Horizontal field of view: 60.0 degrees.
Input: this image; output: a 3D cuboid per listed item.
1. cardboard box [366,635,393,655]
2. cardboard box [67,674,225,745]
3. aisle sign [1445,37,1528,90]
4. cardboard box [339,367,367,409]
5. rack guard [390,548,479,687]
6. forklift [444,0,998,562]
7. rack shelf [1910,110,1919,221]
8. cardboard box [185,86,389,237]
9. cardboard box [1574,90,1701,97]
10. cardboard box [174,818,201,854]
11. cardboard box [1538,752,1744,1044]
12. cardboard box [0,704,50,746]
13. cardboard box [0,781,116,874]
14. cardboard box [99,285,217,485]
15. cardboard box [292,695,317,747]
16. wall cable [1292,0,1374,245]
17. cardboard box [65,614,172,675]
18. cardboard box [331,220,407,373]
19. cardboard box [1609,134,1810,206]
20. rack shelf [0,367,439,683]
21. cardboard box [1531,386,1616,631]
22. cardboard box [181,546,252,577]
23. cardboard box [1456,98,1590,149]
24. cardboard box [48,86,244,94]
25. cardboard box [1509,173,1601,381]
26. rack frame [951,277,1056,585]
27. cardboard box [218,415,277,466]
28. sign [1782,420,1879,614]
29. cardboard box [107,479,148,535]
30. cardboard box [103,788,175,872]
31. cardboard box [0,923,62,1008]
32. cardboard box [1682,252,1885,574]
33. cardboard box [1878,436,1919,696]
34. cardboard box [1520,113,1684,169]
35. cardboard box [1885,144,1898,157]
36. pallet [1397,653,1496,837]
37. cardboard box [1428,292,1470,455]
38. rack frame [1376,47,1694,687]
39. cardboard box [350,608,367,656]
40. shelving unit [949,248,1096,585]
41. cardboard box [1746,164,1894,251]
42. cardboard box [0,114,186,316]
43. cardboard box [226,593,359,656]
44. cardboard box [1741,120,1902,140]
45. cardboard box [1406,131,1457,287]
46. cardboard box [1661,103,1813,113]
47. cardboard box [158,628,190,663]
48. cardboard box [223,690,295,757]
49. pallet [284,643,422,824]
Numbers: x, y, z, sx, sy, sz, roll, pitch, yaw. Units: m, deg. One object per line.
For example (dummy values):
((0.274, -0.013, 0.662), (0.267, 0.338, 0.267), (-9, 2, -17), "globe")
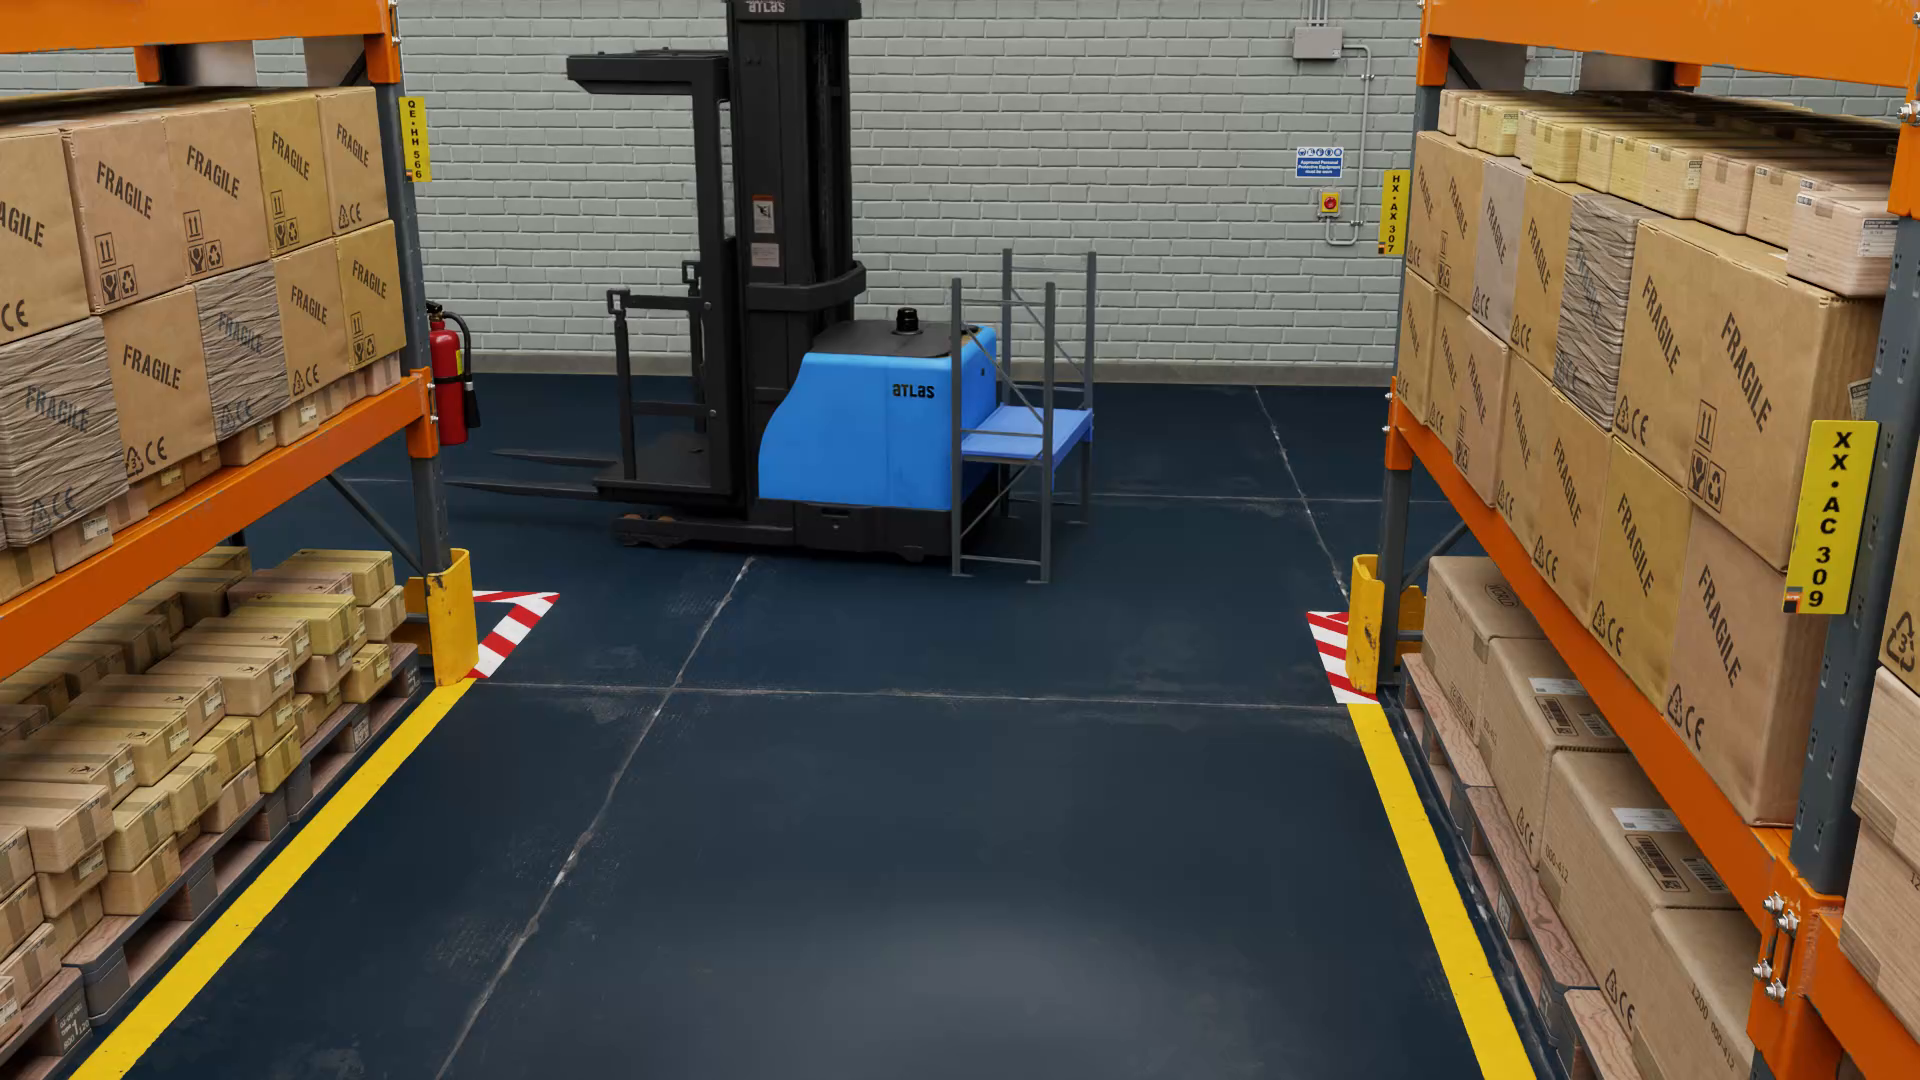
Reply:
((-2.527, 0.429, 6.702), (0.380, 0.149, 0.250), (2, 18, 5), "cardboard box")
((-2.624, 0.551, 5.373), (0.380, 0.149, 0.250), (1, 18, 2), "cardboard box")
((1.964, -2.080, 6.278), (0.394, 0.787, 0.004), (1, 18, 4), "aisle sign")
((-2.494, -0.591, 6.314), (0.380, 0.149, 0.250), (1, 18, 4), "cardboard box")
((-2.702, 0.317, 7.153), (1.175, 0.500, 0.348), (1, 18, 4), "rack guard")
((-1.361, -1.502, 8.801), (3.031, 2.935, 1.130), (4, 19, 13), "forklift")
((1.818, -0.036, 0.553), (1.077, 0.370, 4.000), (1, 18, 4), "rack shelf")
((-2.482, -1.411, 6.168), (0.500, 0.500, 0.500), (1, 18, 3), "cardboard box")
((2.422, -1.531, 5.969), (0.380, 0.149, 0.250), (2, 18, 5), "cardboard box")
((-2.642, 0.910, 5.233), (0.380, 0.149, 0.250), (2, 18, 5), "cardboard box")
((2.177, 0.974, 4.573), (0.875, 0.438, 0.875), (1, 18, 2), "cardboard box")
((-3.071, 0.622, 5.155), (0.380, 0.149, 0.250), (1, 18, 4), "cardboard box")
((-2.609, 0.795, 4.628), (0.380, 0.149, 0.250), (2, 18, 5), "cardboard box")
((-2.587, -0.466, 4.890), (0.500, 0.500, 0.500), (2, 18, 7), "cardboard box")
((-2.554, 0.668, 5.971), (0.380, 0.149, 0.250), (1, 18, 4), "cardboard box")
((2.629, -3.065, 11.778), (0.585, 1.953, 0.123), (1, 18, 4), "wall cable")
((-3.054, 0.376, 5.908), (0.380, 0.149, 0.250), (0, 18, 1), "cardboard box")
((-2.472, -0.938, 6.331), (0.500, 0.500, 0.500), (2, 18, 5), "cardboard box")
((1.820, -0.903, 4.052), (0.380, 0.149, 0.250), (1, 18, 3), "cardboard box")
((-2.840, 0.068, 5.052), (1.077, 0.370, 4.000), (1, 18, 4), "rack shelf")
((1.792, -0.087, 4.210), (0.500, 0.500, 0.500), (1, 18, 3), "cardboard box")
((-3.073, 0.133, 6.649), (0.380, 0.149, 0.250), (0, 18, 1), "cardboard box")
((1.865, -1.381, 5.513), (0.380, 0.149, 0.250), (2, 18, 6), "cardboard box")
((-2.994, -1.425, 6.211), (0.500, 0.500, 0.500), (1, 18, 4), "cardboard box")
((1.835, -0.720, 4.536), (0.500, 0.500, 0.500), (1, 18, 4), "cardboard box")
((0.203, -0.514, 8.083), (0.500, 1.500, 0.032), (5, 19, 15), "rack frame")
((-2.540, -0.352, 5.584), (0.380, 0.149, 0.250), (0, 18, 1), "cardboard box")
((1.407, -0.034, 2.693), (0.100, 0.325, 0.005), (1, 18, 4), "sign")
((-2.618, -0.108, 4.839), (0.380, 0.149, 0.250), (2, 18, 6), "cardboard box")
((-2.582, 0.853, 4.928), (0.380, 0.149, 0.250), (1, 18, 3), "cardboard box")
((-2.684, 1.156, 4.482), (0.380, 0.149, 0.250), (1, 18, 3), "cardboard box")
((1.719, -0.249, 3.098), (0.500, 0.500, 0.500), (1, 18, 3), "cardboard box")
((1.643, 0.034, 2.235), (0.500, 0.500, 0.500), (1, 18, 5), "cardboard box")
((1.838, -1.140, 4.776), (0.380, 0.149, 0.250), (1, 18, 4), "cardboard box")
((2.348, -0.814, 3.783), (0.380, 0.149, 0.250), (1, 18, 2), "cardboard box")
((2.268, 0.760, 6.266), (1.003, 0.211, 1.213), (1, 18, 4), "pallet")
((1.918, -0.563, 5.662), (0.500, 0.500, 0.500), (1, 18, 3), "cardboard box")
((2.248, -0.816, 6.595), (1.000, 3.000, 0.127), (1, 18, 4), "rack frame")
((-2.523, 0.369, 6.405), (0.380, 0.149, 0.250), (1, 18, 3), "cardboard box")
((0.337, -0.667, 8.548), (0.538, 1.500, 1.048), (5, 19, 15), "shelving unit")
((1.820, -0.664, 3.323), (0.380, 0.149, 0.250), (1, 18, 4), "cardboard box")
((-2.581, -0.928, 4.693), (0.500, 0.500, 0.500), (1, 18, 2), "cardboard box")
((-2.449, 0.308, 6.115), (0.380, 0.149, 0.250), (1, 18, 3), "cardboard box")
((2.347, -1.052, 4.508), (0.380, 0.149, 0.250), (2, 18, 6), "cardboard box")
((1.929, -1.195, 5.988), (0.500, 0.500, 0.500), (1, 18, 3), "cardboard box")
((2.434, -1.292, 5.240), (0.380, 0.149, 0.250), (2, 18, 5), "cardboard box")
((-2.996, 0.438, 6.195), (0.380, 0.149, 0.250), (2, 18, 5), "cardboard box")
((-2.510, 0.612, 5.664), (0.380, 0.149, 0.250), (2, 18, 5), "cardboard box")
((-2.796, 0.706, 6.431), (1.003, 0.211, 1.213), (1, 18, 4), "pallet")
